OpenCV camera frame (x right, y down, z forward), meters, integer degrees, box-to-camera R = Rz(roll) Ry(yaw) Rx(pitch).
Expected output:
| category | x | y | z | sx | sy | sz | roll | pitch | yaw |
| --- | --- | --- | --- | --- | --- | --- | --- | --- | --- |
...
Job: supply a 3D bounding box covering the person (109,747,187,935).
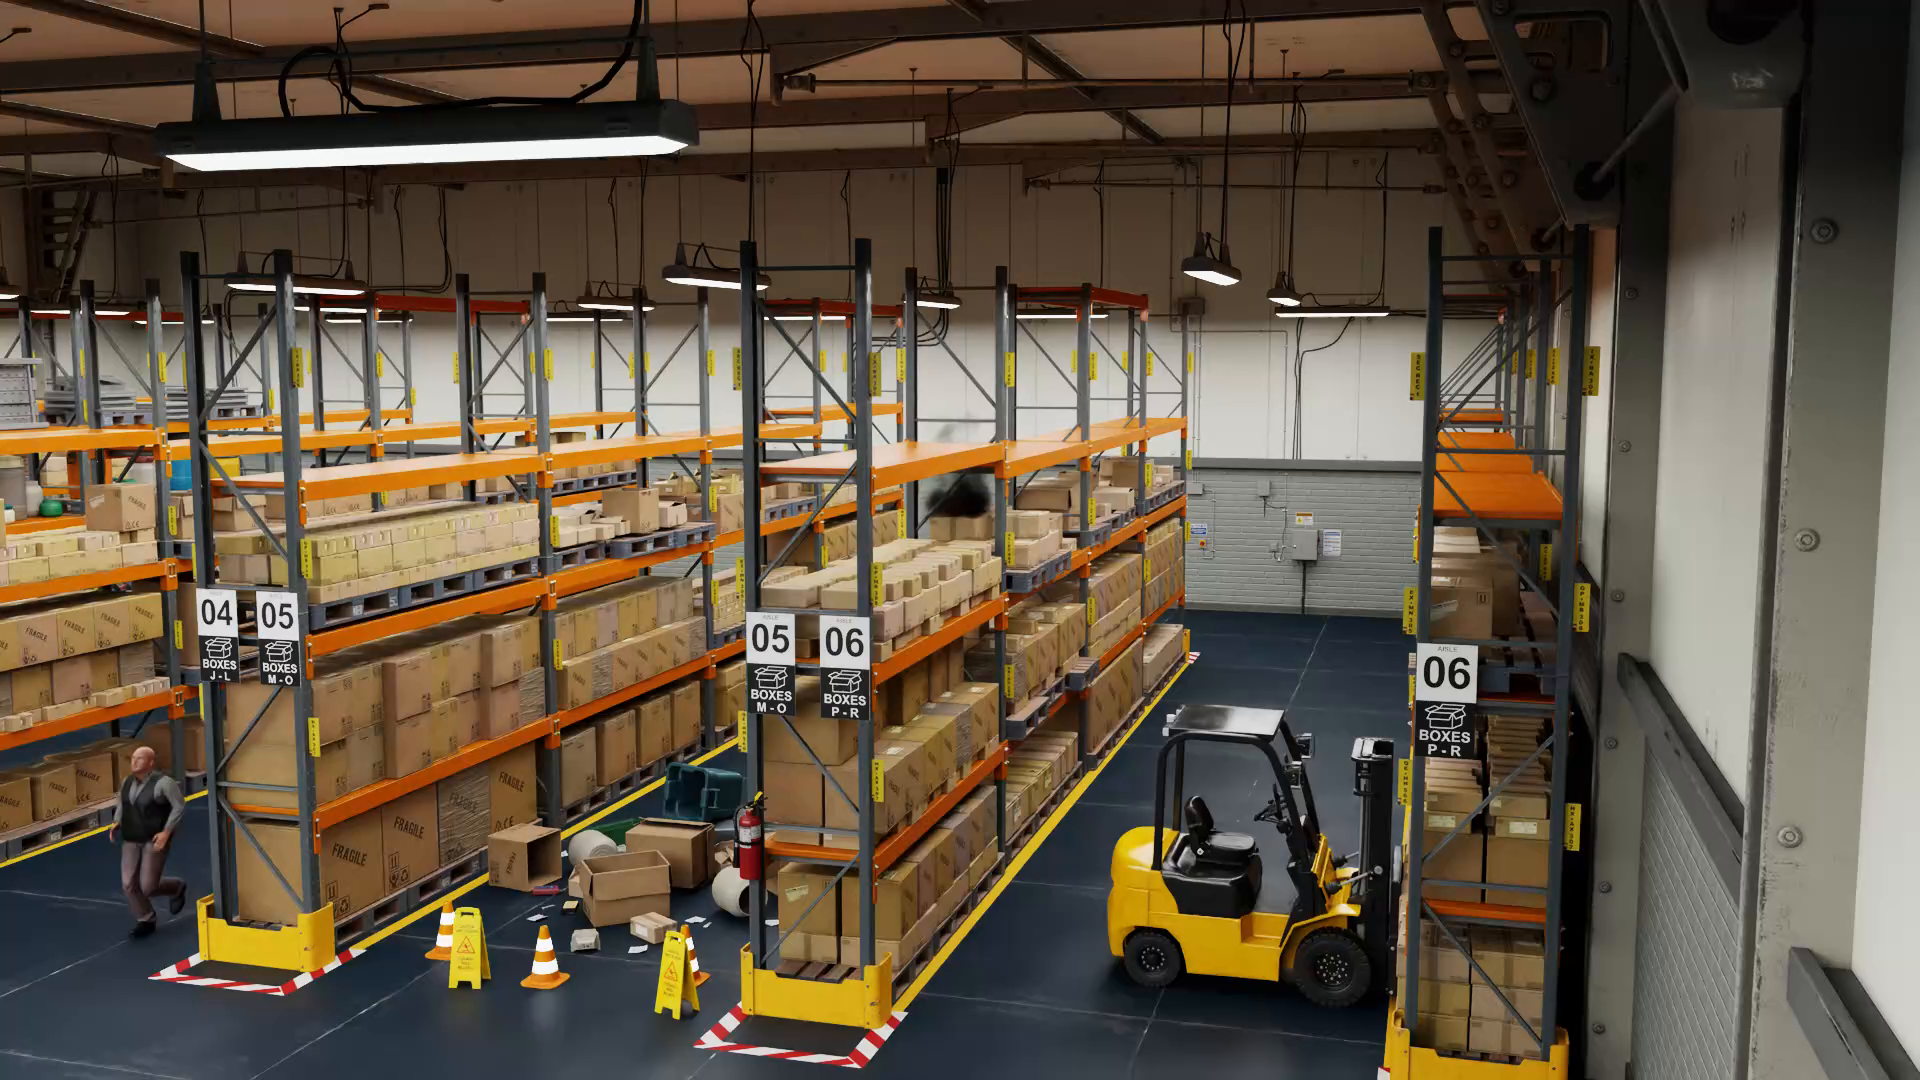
| category | x | y | z | sx | sy | sz | roll | pitch | yaw |
| --- | --- | --- | --- | --- | --- | --- | --- | --- | --- |
| person | -7.256 | 2.669 | 14.894 | 0.684 | 1.670 | 0.610 | 2 | 7 | 13 |
